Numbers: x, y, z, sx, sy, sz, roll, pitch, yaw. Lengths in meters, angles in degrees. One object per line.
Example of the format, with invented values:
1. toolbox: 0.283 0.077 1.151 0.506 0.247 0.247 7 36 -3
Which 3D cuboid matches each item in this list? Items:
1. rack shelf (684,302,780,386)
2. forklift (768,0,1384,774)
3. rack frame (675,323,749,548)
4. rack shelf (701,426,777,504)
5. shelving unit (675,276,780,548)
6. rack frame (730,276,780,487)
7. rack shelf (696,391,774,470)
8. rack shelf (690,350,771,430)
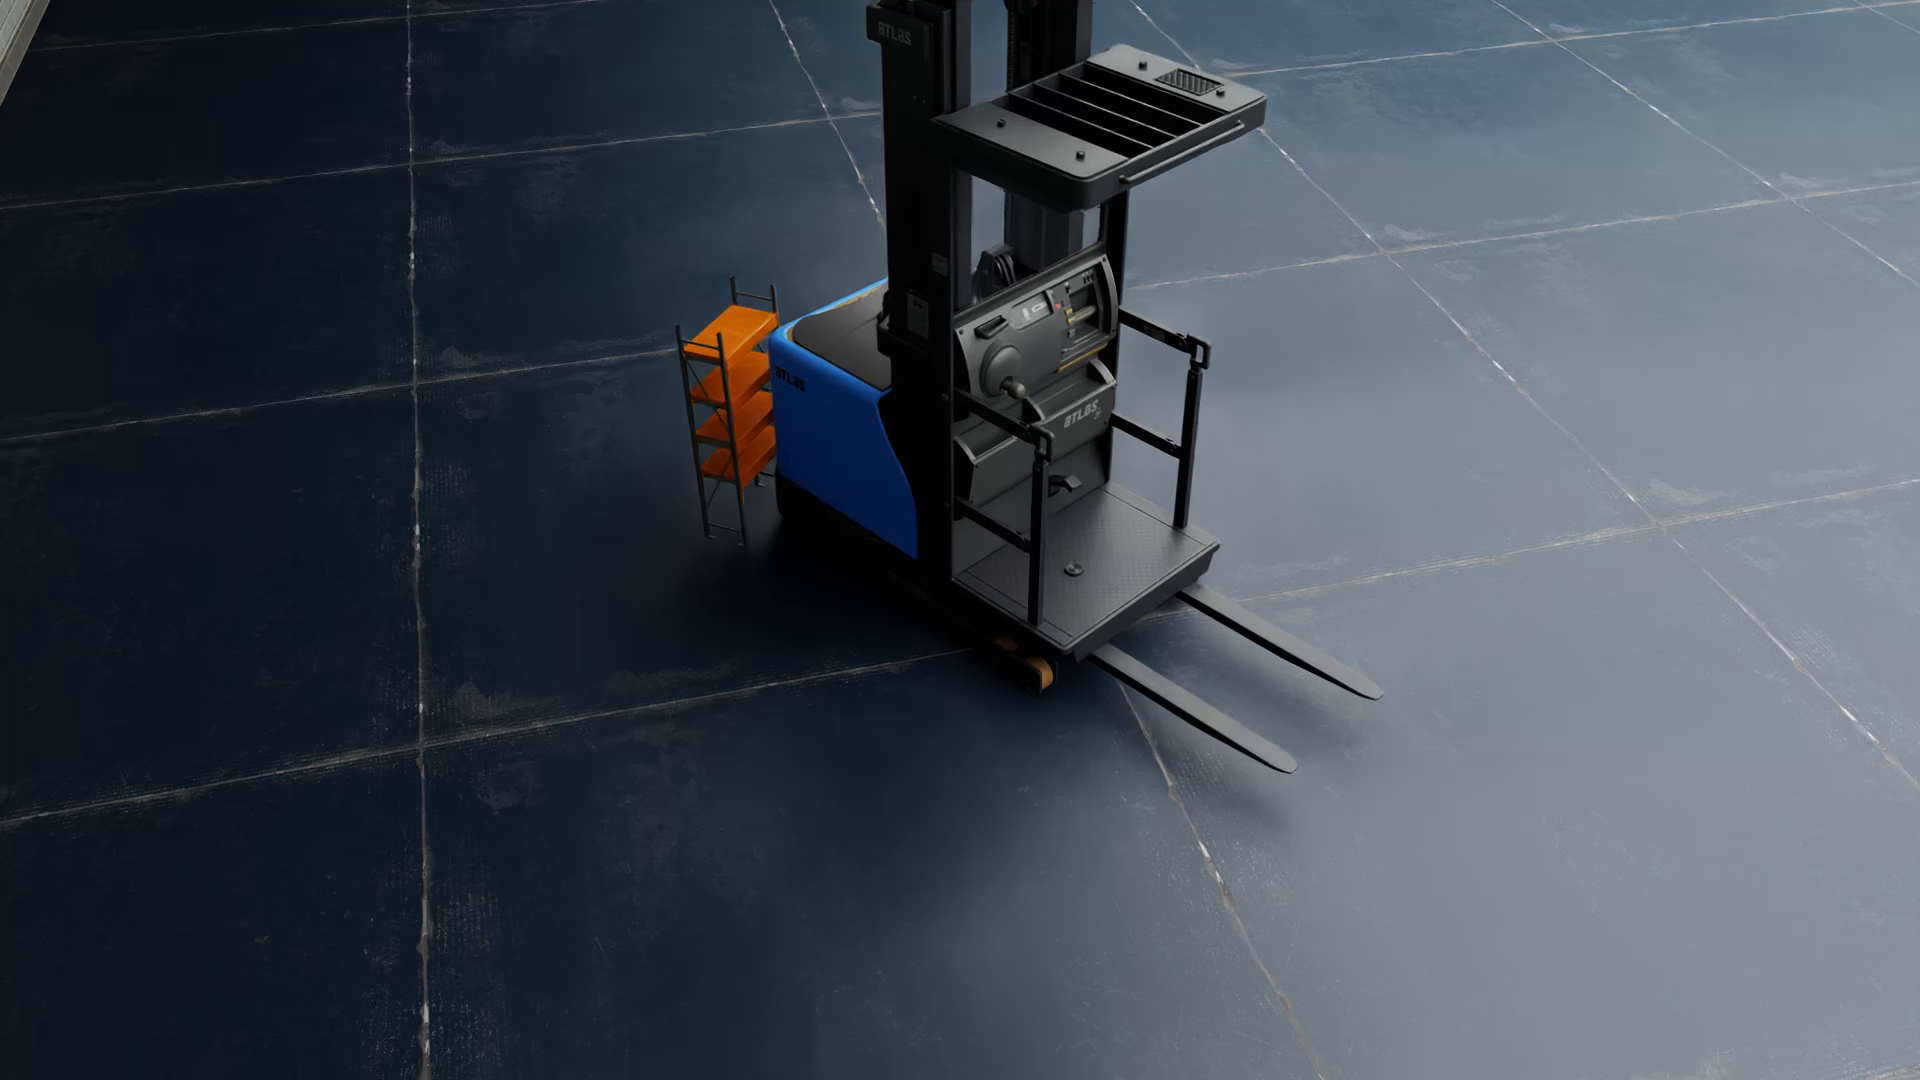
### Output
1. rack shelf: -1.075 -0.922 7.795 0.258 0.148 0.480 14 40 20
2. forklift: 0.485 -0.848 6.925 1.130 2.935 3.031 -31 47 -34
3. rack frame: -1.165 -0.473 7.854 0.240 1.200 0.015 14 40 20
4. rack shelf: -1.059 -0.395 8.189 0.258 0.148 0.480 14 40 20
5. shelving unit: -1.065 -0.608 8.030 0.258 1.200 0.503 14 40 20
6. rack frame: -0.965 -0.743 8.207 0.240 1.200 0.015 14 40 20
7. rack shelf: -1.064 -0.554 8.071 0.258 0.148 0.480 14 40 20
8. rack shelf: -1.069 -0.733 7.937 0.258 0.148 0.480 14 40 20
